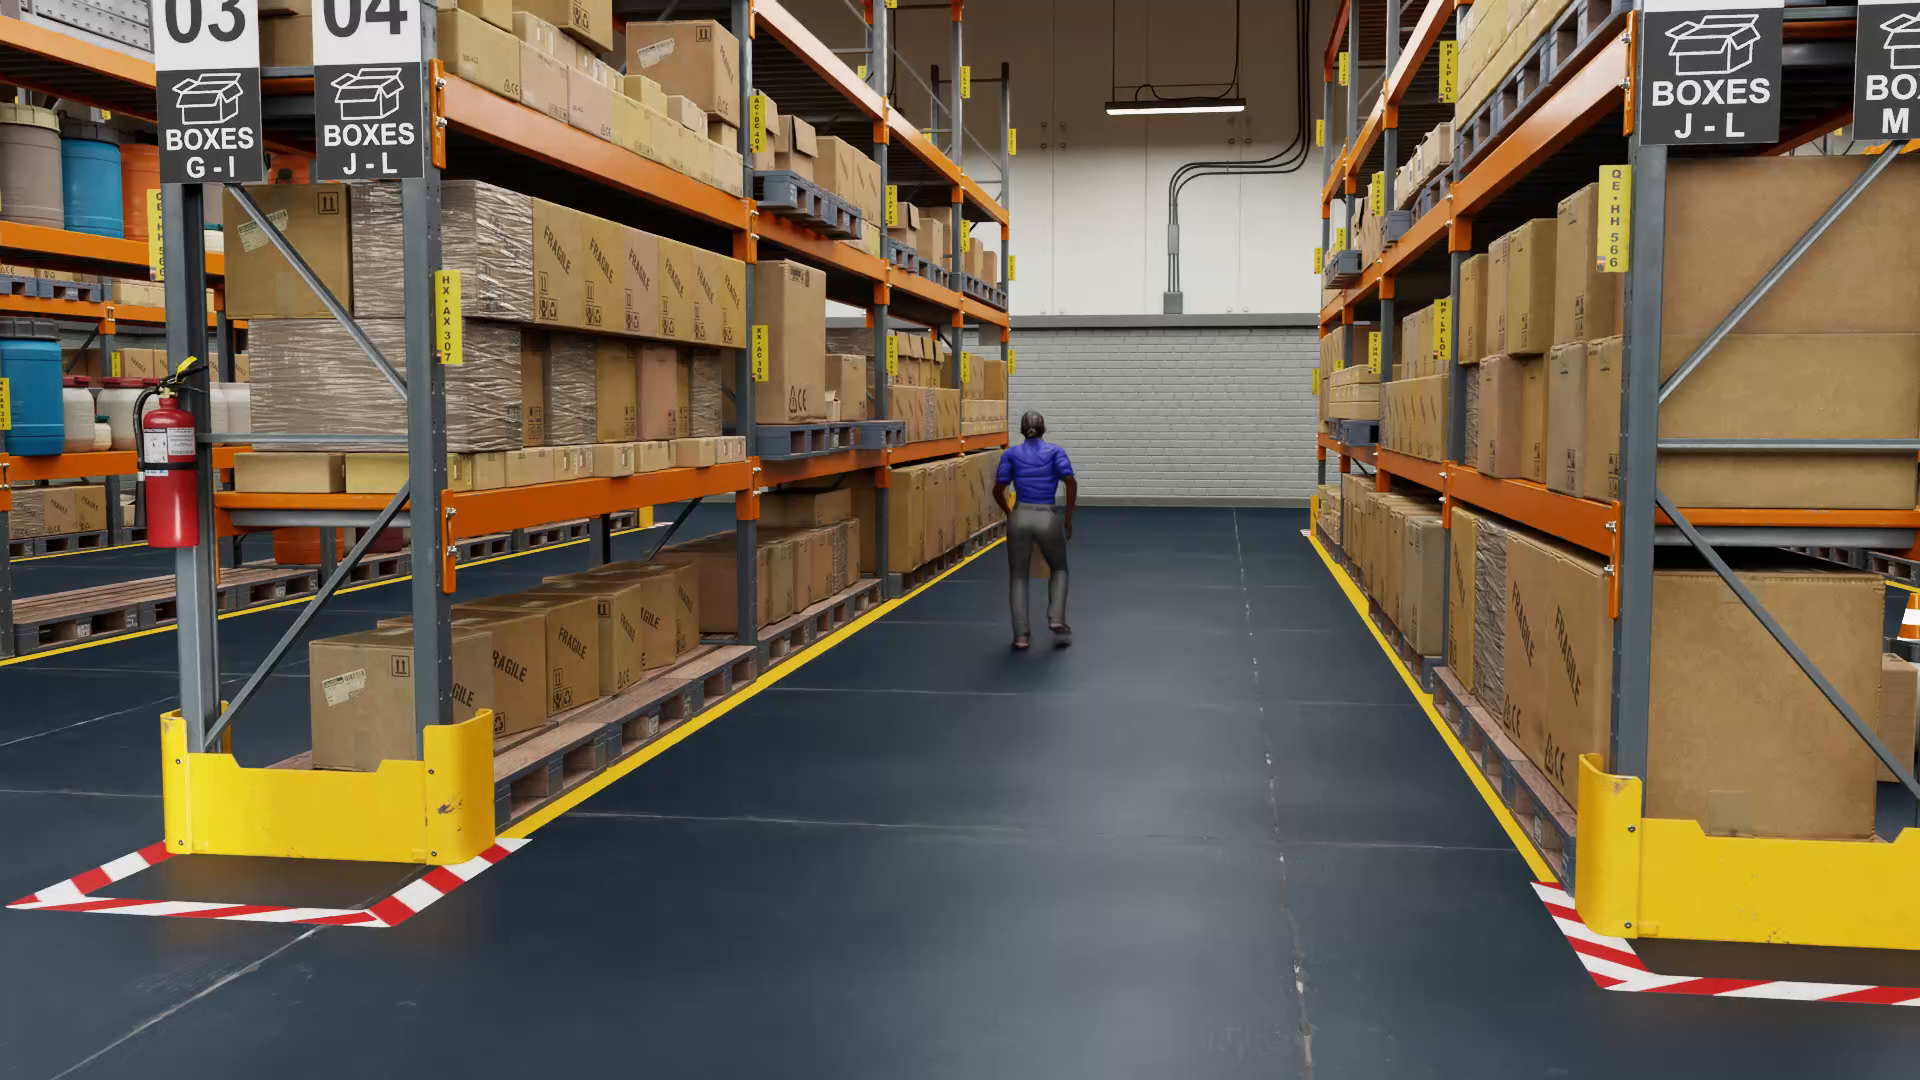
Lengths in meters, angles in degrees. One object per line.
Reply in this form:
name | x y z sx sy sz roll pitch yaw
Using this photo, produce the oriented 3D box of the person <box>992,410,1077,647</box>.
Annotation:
person | 0.511 -0.088 11.383 0.582 1.596 0.590 0 5 5
